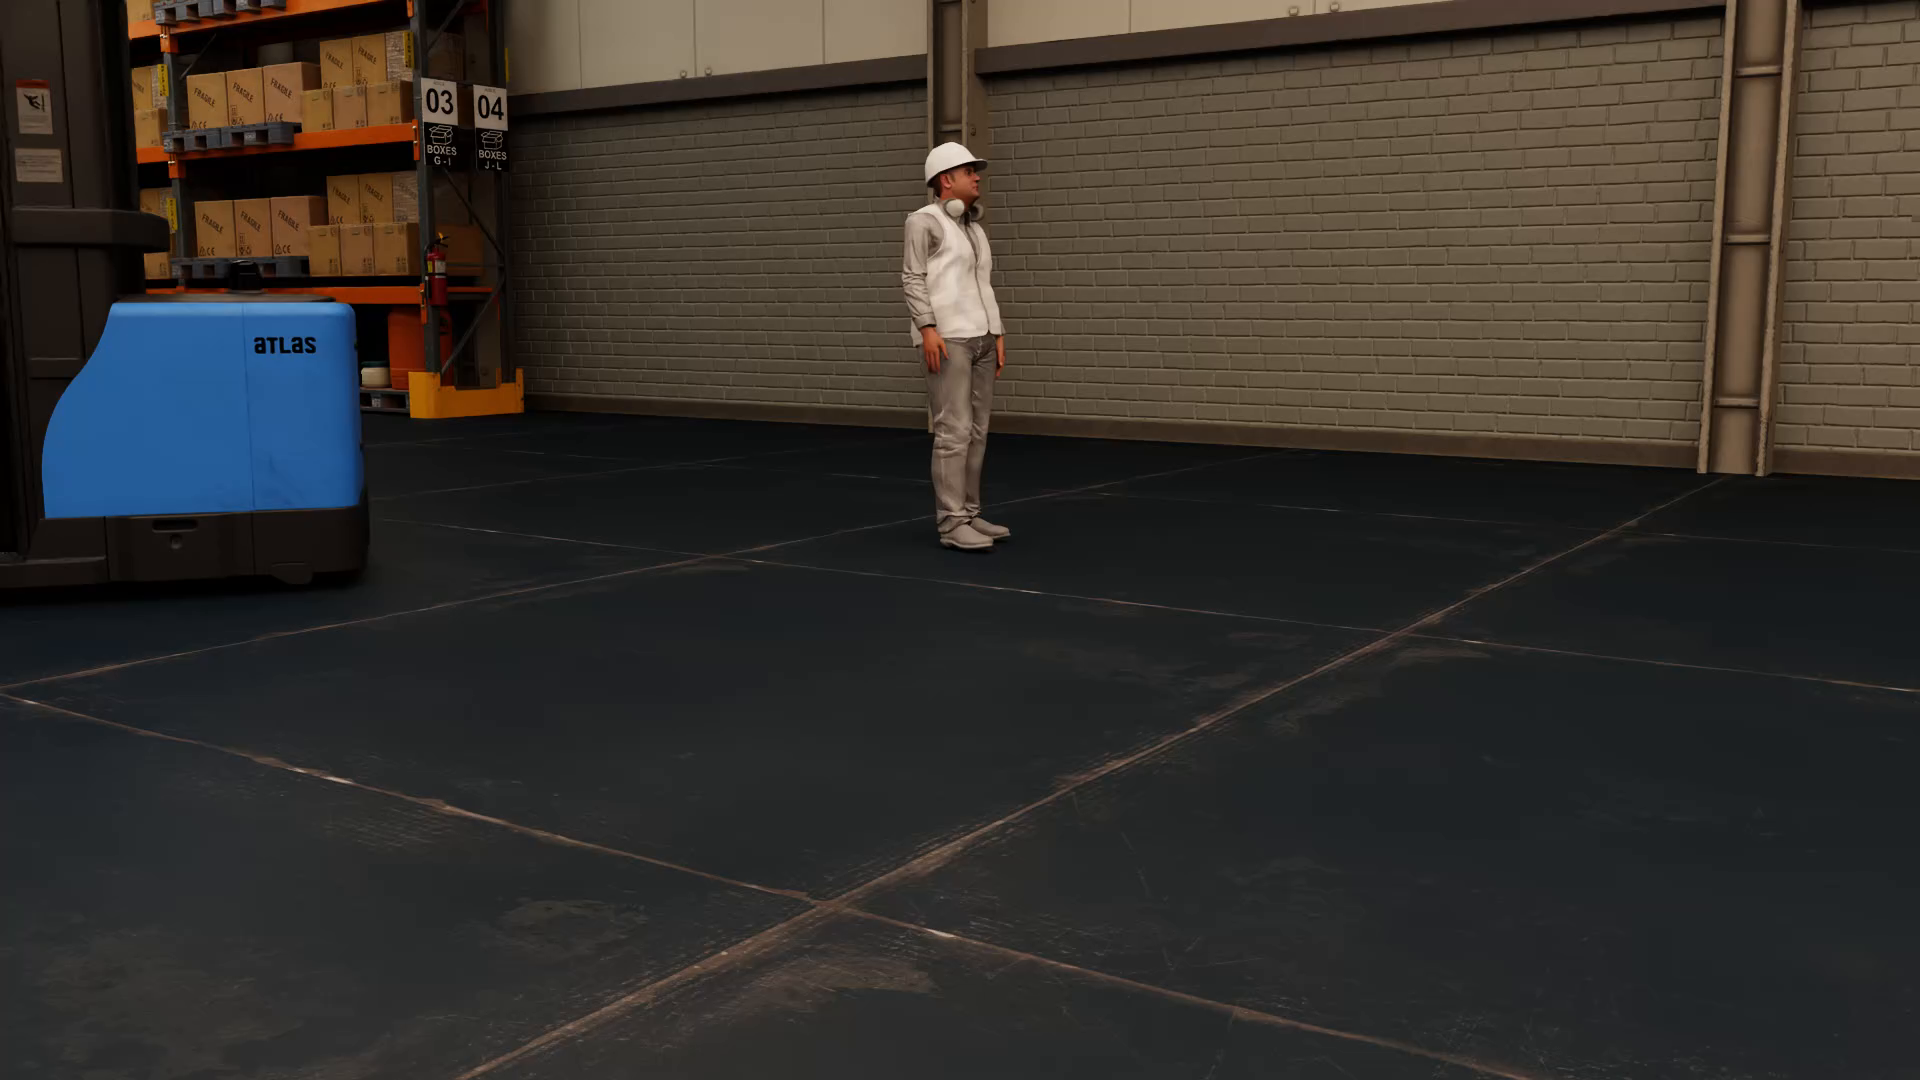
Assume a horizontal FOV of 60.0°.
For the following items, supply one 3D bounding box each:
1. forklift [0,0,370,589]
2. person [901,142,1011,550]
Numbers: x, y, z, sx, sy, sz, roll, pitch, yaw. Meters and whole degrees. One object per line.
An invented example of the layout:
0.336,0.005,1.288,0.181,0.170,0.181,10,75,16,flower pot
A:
-3.855,-1.268,6.113,3.031,2.935,1.130,-3,9,-18,forklift
0.048,-0.880,7.437,0.566,1.775,0.633,5,10,34,person
